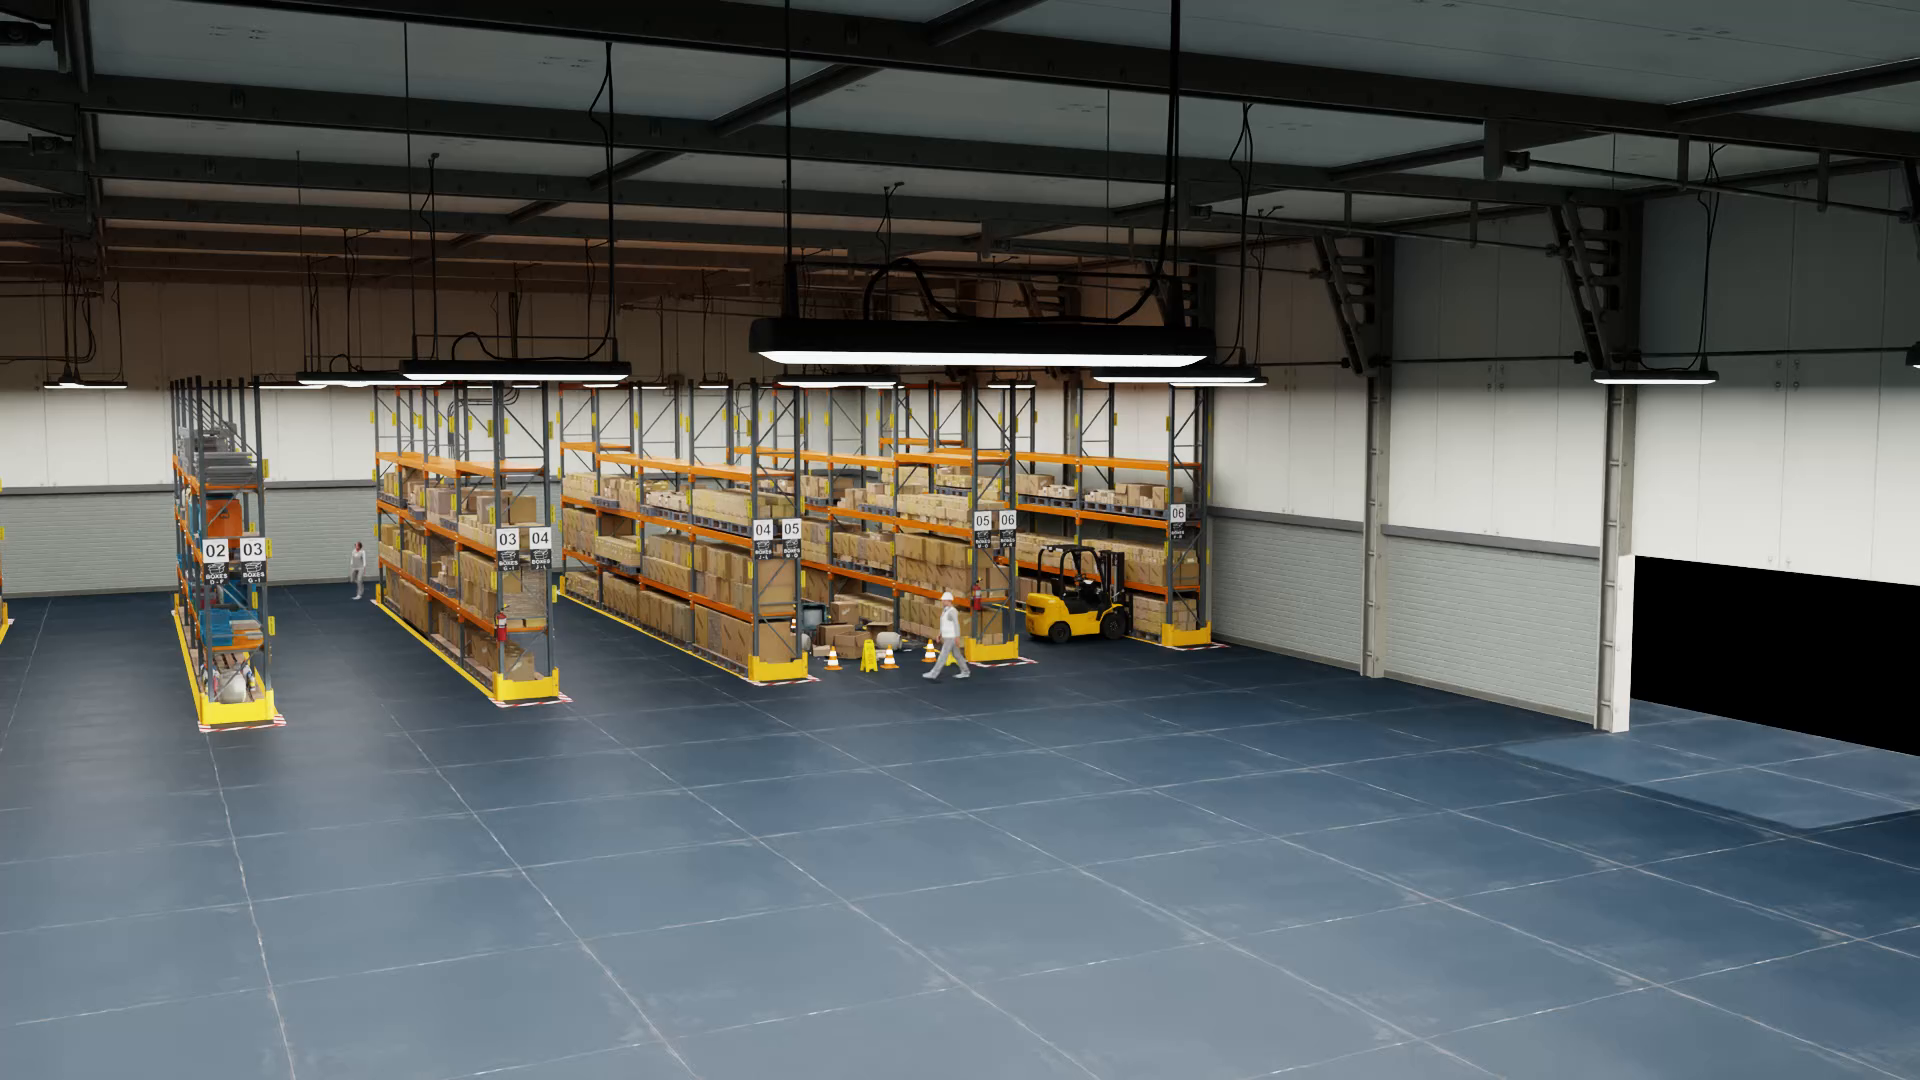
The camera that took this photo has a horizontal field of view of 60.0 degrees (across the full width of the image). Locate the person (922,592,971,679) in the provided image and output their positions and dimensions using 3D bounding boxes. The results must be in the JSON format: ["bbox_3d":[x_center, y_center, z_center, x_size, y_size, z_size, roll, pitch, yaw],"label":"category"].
[{"bbox_3d":[-0.283,1.901,33.018,1.009,1.722,0.544,-1,5,-9],"label":"person"}]

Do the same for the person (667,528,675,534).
[{"bbox_3d":[-8.451,0.518,48.813,0.707,1.804,0.609,-2,6,-25],"label":"person"}]

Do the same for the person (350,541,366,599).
[{"bbox_3d":[-16.647,0.832,46.026,0.428,1.590,0.532,1,5,7],"label":"person"}]
